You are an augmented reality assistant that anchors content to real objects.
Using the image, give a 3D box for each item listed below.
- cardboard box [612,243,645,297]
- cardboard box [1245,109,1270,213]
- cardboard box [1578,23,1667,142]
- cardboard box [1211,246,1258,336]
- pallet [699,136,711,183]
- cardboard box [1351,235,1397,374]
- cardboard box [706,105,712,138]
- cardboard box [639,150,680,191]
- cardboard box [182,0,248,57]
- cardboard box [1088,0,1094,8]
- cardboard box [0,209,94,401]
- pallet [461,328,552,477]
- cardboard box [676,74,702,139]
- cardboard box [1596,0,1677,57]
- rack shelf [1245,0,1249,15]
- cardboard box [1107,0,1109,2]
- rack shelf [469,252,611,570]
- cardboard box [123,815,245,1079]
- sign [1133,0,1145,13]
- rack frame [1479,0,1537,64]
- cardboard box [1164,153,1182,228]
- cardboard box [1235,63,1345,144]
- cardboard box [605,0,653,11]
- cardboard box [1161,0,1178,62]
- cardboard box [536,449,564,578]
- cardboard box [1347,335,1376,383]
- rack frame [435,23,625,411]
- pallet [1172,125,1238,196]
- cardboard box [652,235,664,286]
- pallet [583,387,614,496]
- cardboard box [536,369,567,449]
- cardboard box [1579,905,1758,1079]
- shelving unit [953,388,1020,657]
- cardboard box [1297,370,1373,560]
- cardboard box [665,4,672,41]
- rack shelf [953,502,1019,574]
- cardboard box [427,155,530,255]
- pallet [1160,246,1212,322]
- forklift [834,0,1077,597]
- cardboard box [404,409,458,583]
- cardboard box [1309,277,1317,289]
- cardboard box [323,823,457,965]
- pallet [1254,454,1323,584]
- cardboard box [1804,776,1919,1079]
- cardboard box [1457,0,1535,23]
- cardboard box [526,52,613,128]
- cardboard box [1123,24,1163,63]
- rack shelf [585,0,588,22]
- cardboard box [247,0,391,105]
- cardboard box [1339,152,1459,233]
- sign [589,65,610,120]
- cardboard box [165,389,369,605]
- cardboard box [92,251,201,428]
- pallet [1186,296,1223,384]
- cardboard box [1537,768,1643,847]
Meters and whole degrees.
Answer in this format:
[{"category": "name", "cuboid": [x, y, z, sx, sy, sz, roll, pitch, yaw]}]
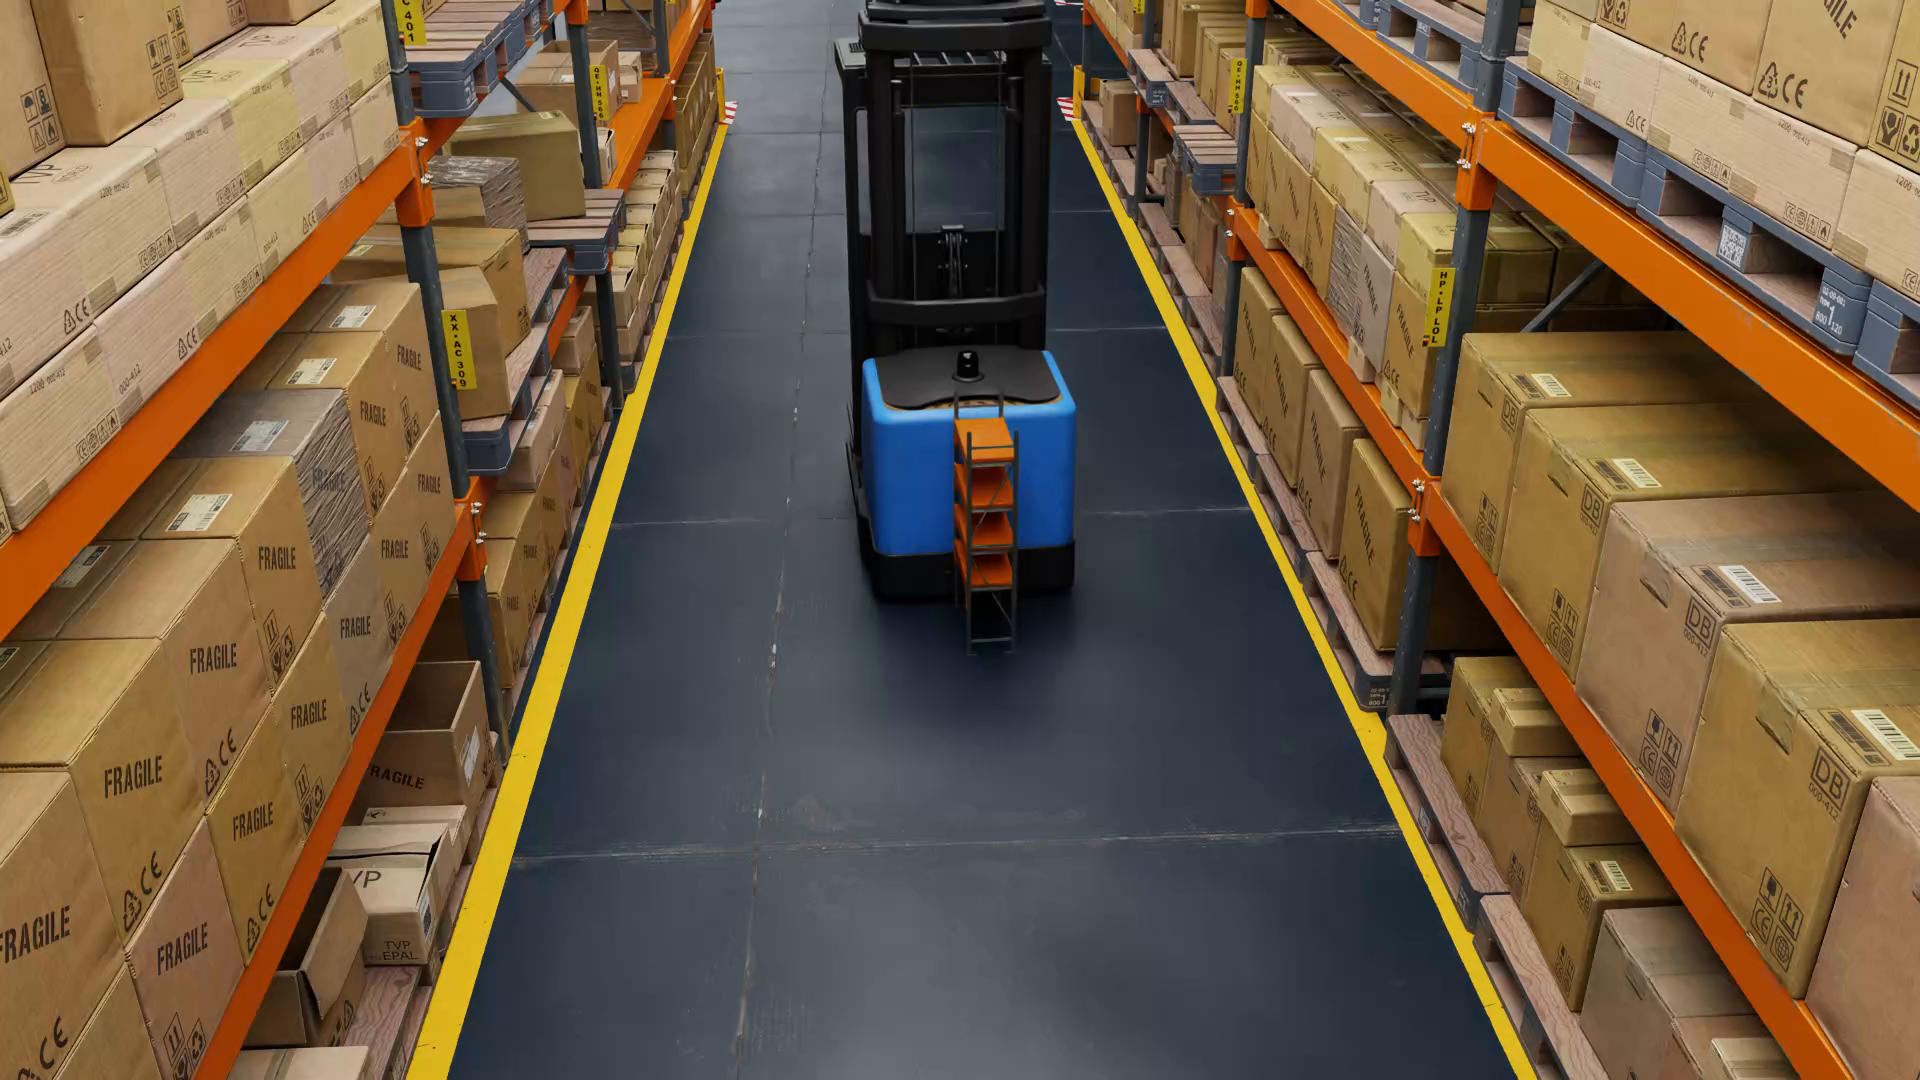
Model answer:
[{"category": "cardboard box", "cuboid": [-2.479, -1.895, 11.553, 0.500, 0.311, 0.500, -2, 28, -4]}, {"category": "cardboard box", "cuboid": [2.008, -2.264, 9.896, 0.500, 0.500, 0.500, -1, 28, -1]}, {"category": "cardboard box", "cuboid": [2.232, -1.395, 5.037, 0.500, 0.250, 0.500, -2, 28, -4]}, {"category": "cardboard box", "cuboid": [2.148, -1.727, 11.545, 0.700, 0.500, 0.500, -1, 28, -2]}, {"category": "pallet", "cuboid": [-2.984, -3.732, 16.177, 1.003, 0.211, 1.213, -1, 28, -3]}, {"category": "cardboard box", "cuboid": [2.134, -1.090, 7.644, 0.500, 0.500, 0.500, -1, 28, -2]}, {"category": "cardboard box", "cuboid": [-2.738, -4.148, 16.478, 0.500, 0.250, 0.500, -1, 28, -3]}, {"category": "cardboard box", "cuboid": [-2.610, -3.071, 13.807, 0.500, 0.311, 0.500, -1, 28, -3]}, {"category": "cardboard box", "cuboid": [-2.552, -1.700, 4.834, 0.700, 0.500, 0.500, -1, 28, -3]}, {"category": "cardboard box", "cuboid": [1.570, -5.474, 16.642, 0.500, 0.250, 0.500, -2, 28, -4]}, {"category": "cardboard box", "cuboid": [-2.077, -0.453, 3.253, 0.500, 0.250, 0.500, -1, 28, -3]}, {"category": "pallet", "cuboid": [-2.433, -0.627, 7.417, 1.003, 0.211, 1.213, -1, 28, -3]}, {"category": "cardboard box", "cuboid": [-2.682, -4.018, 15.419, 0.500, 0.500, 0.500, -1, 28, -3]}, {"category": "cardboard box", "cuboid": [2.237, -1.715, 4.841, 0.500, 0.500, 0.500, -2, 28, -4]}, {"category": "rack shelf", "cuboid": [2.133, -4.244, 11.678, 1.077, 0.370, 4.000, -1, 28, -3]}, {"category": "cardboard box", "cuboid": [1.620, -5.346, 15.585, 0.500, 0.500, 0.500, -1, 28, -1]}, {"category": "rack shelf", "cuboid": [-2.605, -0.945, 8.597, 1.077, 0.370, 4.000, -1, 28, -3]}, {"category": "cardboard box", "cuboid": [-2.083, 1.013, 3.956, 0.500, 0.500, 0.500, -2, 28, -3]}, {"category": "sign", "cuboid": [1.487, -4.524, 13.744, 0.100, 0.325, 0.005, -1, 28, -3]}, {"category": "rack frame", "cuboid": [2.447, -3.122, 5.505, 1.000, 3.000, 0.127, -1, 28, -3]}, {"category": "cardboard box", "cuboid": [2.084, -2.904, 13.801, 0.700, 0.500, 0.500, 0, 28, -1]}, {"category": "cardboard box", "cuboid": [2.203, -2.766, 10.725, 0.700, 0.500, 0.500, -5, 28, -9]}, {"category": "cardboard box", "cuboid": [-2.738, -4.496, 13.817, 0.380, 0.149, 0.250, -1, 28, -3]}, {"category": "cardboard box", "cuboid": [2.021, -4.160, 13.399, 0.700, 0.500, 0.500, -1, 28, -2]}, {"category": "cardboard box", "cuboid": [-2.340, -0.134, 8.490, 0.500, 0.500, 0.500, -1, 28, -2]}, {"category": "cardboard box", "cuboid": [2.068, -0.866, 7.917, 0.380, 0.149, 0.250, -1, 28, -3]}, {"category": "rack frame", "cuboid": [-2.709, -2.188, 10.201, 1.000, 3.000, 0.127, -1, 28, -3]}, {"category": "pallet", "cuboid": [2.094, -2.551, 11.104, 1.213, 0.211, 1.003, -1, 28, -3]}, {"category": "cardboard box", "cuboid": [-2.530, -2.113, 12.577, 0.500, 0.250, 0.500, -1, 28, -2]}, {"category": "pallet", "cuboid": [-2.708, -0.606, 10.183, 1.003, 0.211, 1.213, -1, 28, -3]}, {"category": "cardboard box", "cuboid": [-2.361, -0.683, 8.732, 0.500, 0.250, 0.500, -2, 28, -4]}, {"category": "cardboard box", "cuboid": [2.466, 1.523, 5.335, 0.700, 0.500, 0.500, -2, 28, -4]}, {"category": "shelving unit", "cuboid": [0.121, -0.081, 8.108, 0.258, 1.200, 0.503, -3, 28, -6]}, {"category": "cardboard box", "cuboid": [2.233, -0.403, 8.649, 0.750, 0.750, 0.750, -1, 28, -1]}, {"category": "cardboard box", "cuboid": [-3.004, -4.760, 15.024, 0.700, 0.500, 0.500, -1, 28, -2]}, {"category": "rack shelf", "cuboid": [0.121, -0.021, 8.139, 0.258, 0.148, 0.480, -3, 28, -6]}, {"category": "cardboard box", "cuboid": [-2.706, -1.703, 8.710, 0.700, 0.500, 0.500, 4, 28, 7]}, {"category": "pallet", "cuboid": [2.138, -1.996, 12.849, 1.003, 0.211, 1.213, -1, 28, -3]}, {"category": "forklift", "cuboid": [-0.097, -1.663, 9.268, 1.130, 2.935, 3.031, -3, 28, -6]}, {"category": "cardboard box", "cuboid": [-2.218, -0.160, 6.206, 0.500, 0.500, 0.500, -1, 28, -2]}, {"category": "cardboard box", "cuboid": [2.119, -1.456, 9.047, 0.380, 0.149, 0.250, -1, 28, -2]}, {"category": "cardboard box", "cuboid": [-2.148, 1.259, 6.024, 0.500, 0.311, 0.500, -1, 28, -3]}, {"category": "pallet", "cuboid": [2.264, -0.145, 9.300, 1.003, 0.211, 1.213, -1, 28, -3]}, {"category": "cardboard box", "cuboid": [2.619, 1.017, 3.732, 0.980, 0.700, 0.700, 0, 28, 0]}, {"category": "cardboard box", "cuboid": [2.510, -2.440, 6.858, 0.700, 0.500, 0.500, -3, 28, -5]}, {"category": "cardboard box", "cuboid": [-2.840, -3.250, 12.129, 0.500, 0.500, 0.500, -1, 28, -3]}, {"category": "cardboard box", "cuboid": [1.701, -4.310, 14.411, 0.500, 0.250, 0.500, -1, 28, -3]}, {"category": "rack shelf", "cuboid": [-2.813, -4.123, 11.445, 1.077, 0.370, 4.000, -1, 28, -3]}, {"category": "cardboard box", "cuboid": [-2.204, -1.608, 5.467, 0.500, 0.250, 0.500, -1, 28, -3]}, {"category": "cardboard box", "cuboid": [2.123, -1.661, 7.929, 0.500, 0.250, 0.500, -1, 28, -2]}, {"category": "sign", "cuboid": [-2.168, -2.684, 9.985, 0.100, 0.325, 0.005, -1, 28, -3]}, {"category": "cardboard box", "cuboid": [-2.160, -0.132, 5.070, 0.500, 0.500, 0.500, -1, 28, -2]}, {"category": "cardboard box", "cuboid": [-2.105, -0.462, 3.812, 0.500, 0.250, 0.500, -1, 28, -3]}, {"category": "pallet", "cuboid": [2.198, -1.434, 11.771, 1.003, 0.211, 1.213, -1, 28, -3]}, {"category": "cardboard box", "cuboid": [2.246, 0.924, 5.782, 0.380, 0.149, 0.250, -2, 28, -4]}]
